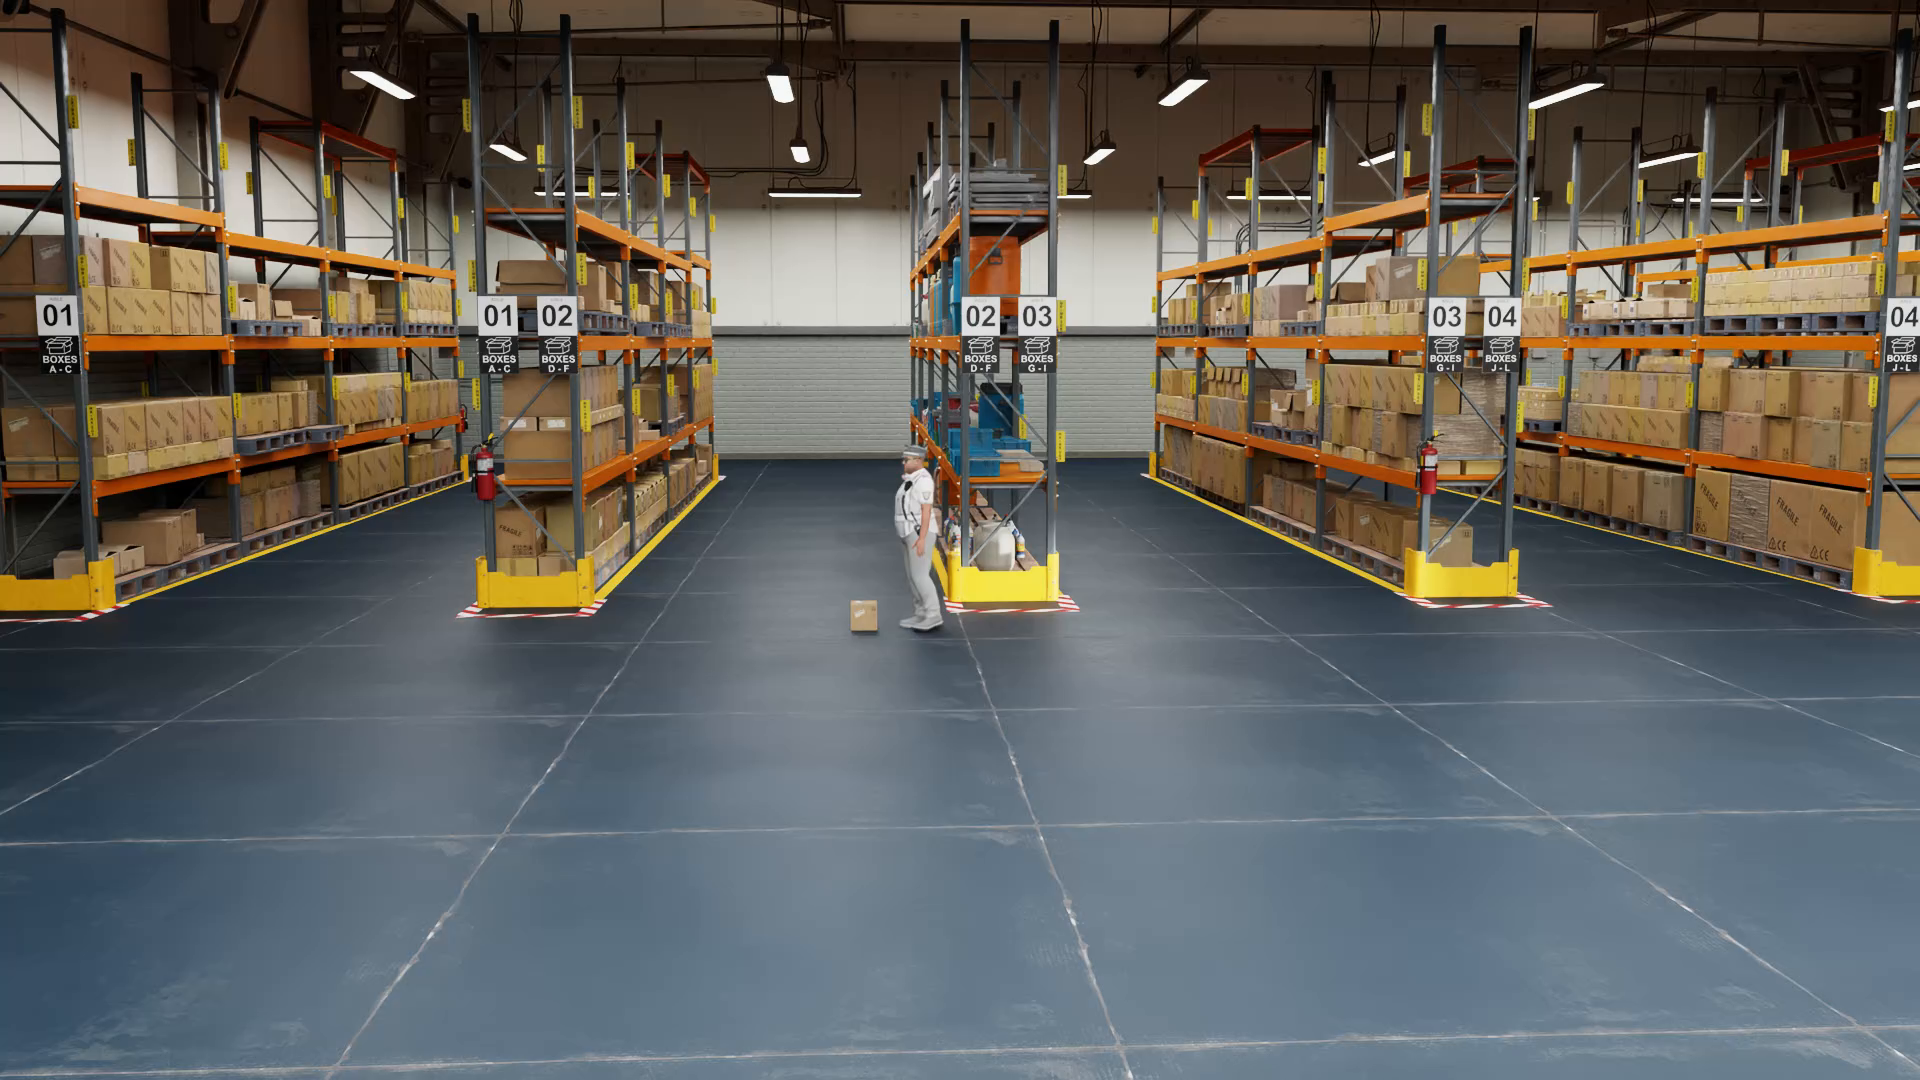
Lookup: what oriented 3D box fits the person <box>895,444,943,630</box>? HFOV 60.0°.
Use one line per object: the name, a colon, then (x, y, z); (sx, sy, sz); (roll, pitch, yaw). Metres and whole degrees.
person: (-0.407, -0.037, 15.896); (0.424, 1.767, 0.579); (-2, 7, -16)
